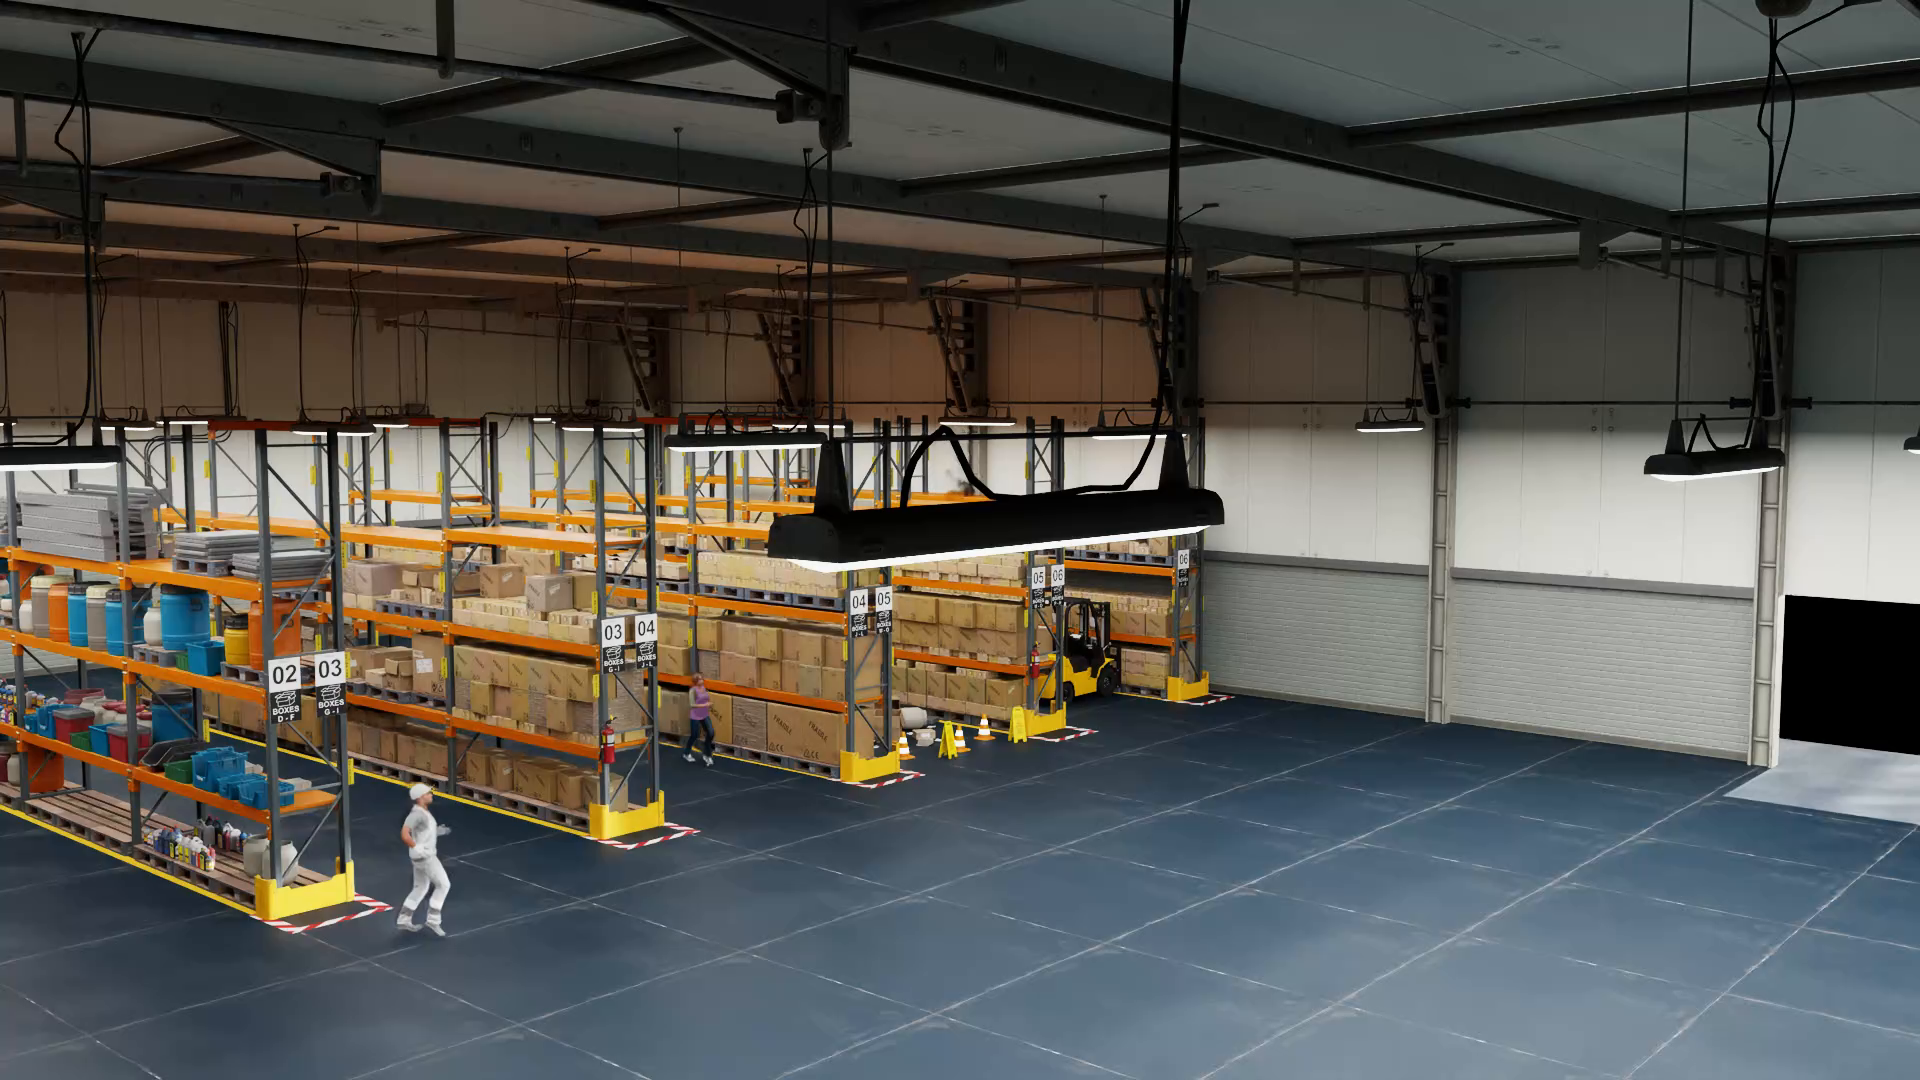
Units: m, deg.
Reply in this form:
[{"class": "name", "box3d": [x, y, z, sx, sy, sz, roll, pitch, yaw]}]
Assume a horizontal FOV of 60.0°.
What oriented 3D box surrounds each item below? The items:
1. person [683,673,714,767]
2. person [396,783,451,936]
[{"class": "person", "box3d": [-4.537, 3.124, 28.944, 0.711, 1.638, 0.504, 4, 6, 40]}, {"class": "person", "box3d": [-6.411, 3.815, 19.839, 0.656, 1.835, 0.640, -2, 5, -23]}]
